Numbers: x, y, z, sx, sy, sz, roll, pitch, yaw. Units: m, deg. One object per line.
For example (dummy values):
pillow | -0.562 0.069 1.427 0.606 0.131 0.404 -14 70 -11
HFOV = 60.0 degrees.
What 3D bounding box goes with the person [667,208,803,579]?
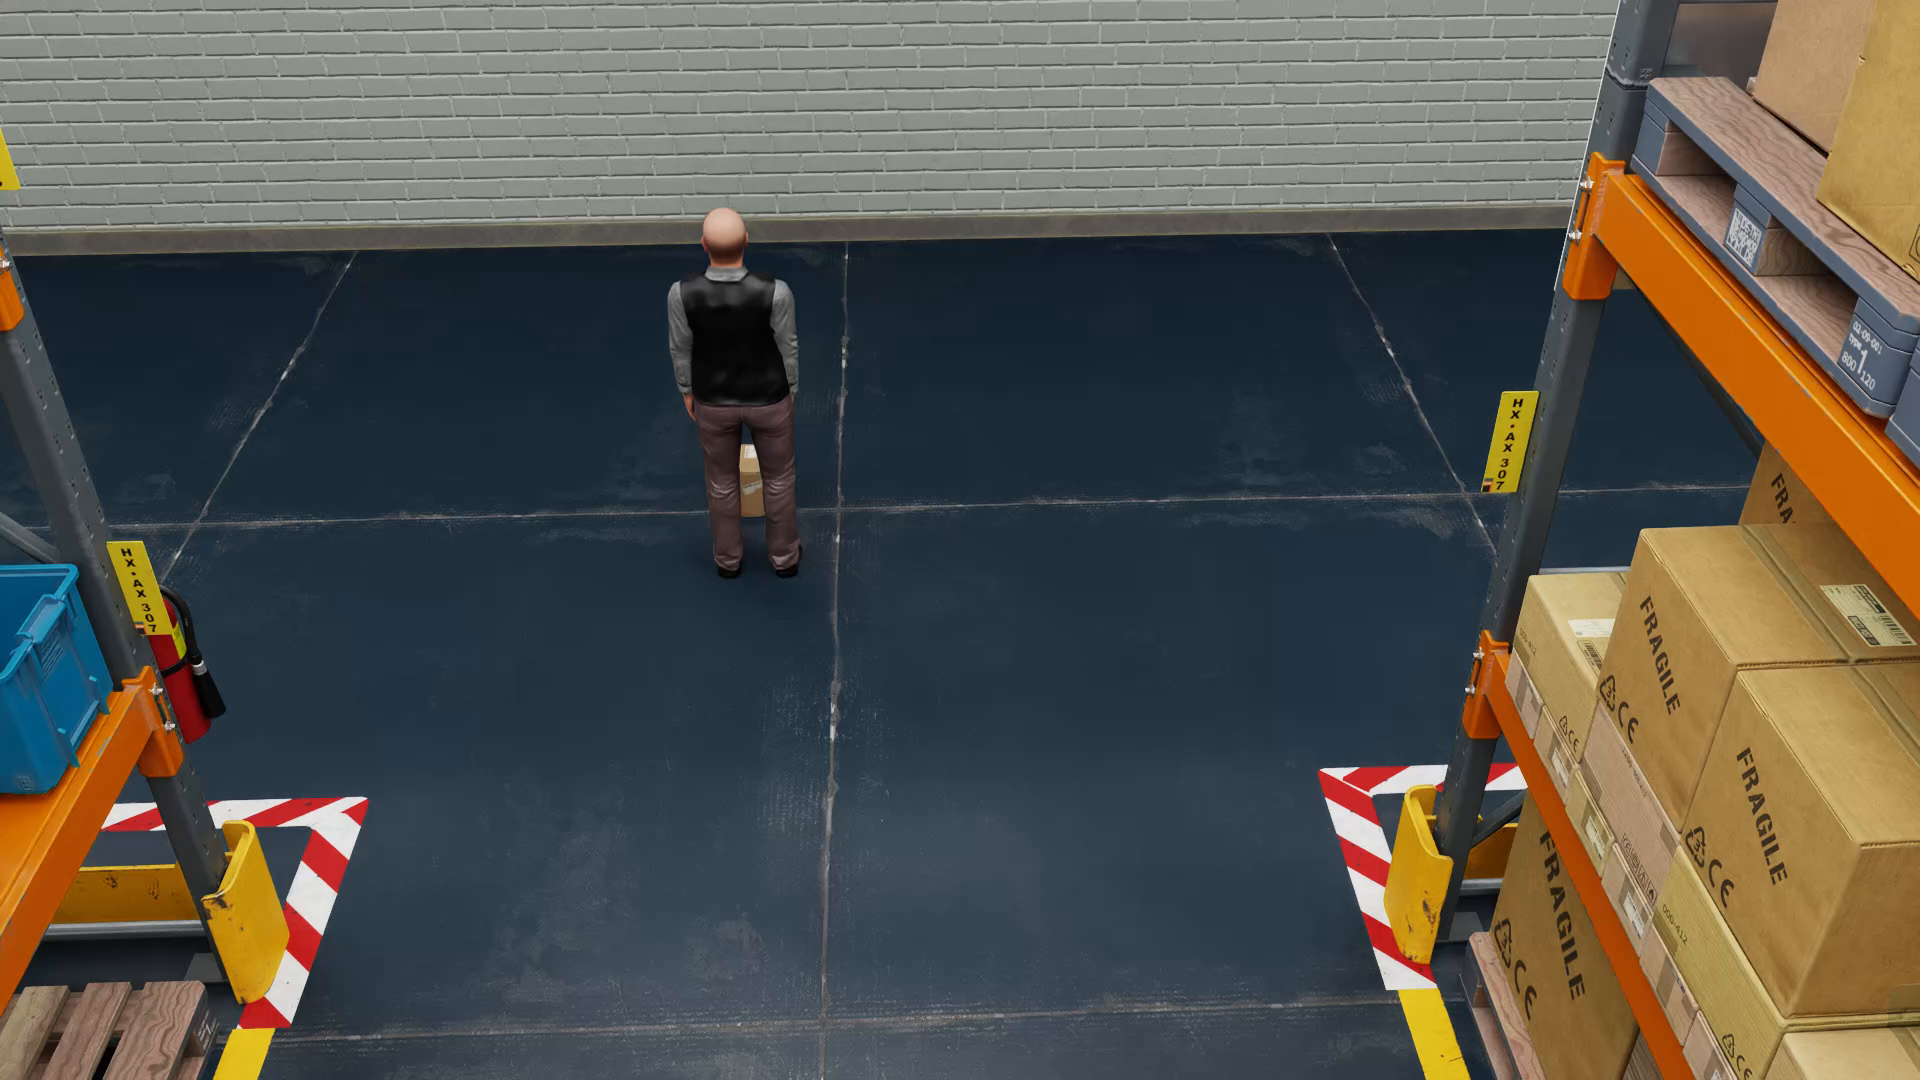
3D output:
person | -0.934 -0.602 7.032 0.532 1.716 0.360 -1 35 -1
